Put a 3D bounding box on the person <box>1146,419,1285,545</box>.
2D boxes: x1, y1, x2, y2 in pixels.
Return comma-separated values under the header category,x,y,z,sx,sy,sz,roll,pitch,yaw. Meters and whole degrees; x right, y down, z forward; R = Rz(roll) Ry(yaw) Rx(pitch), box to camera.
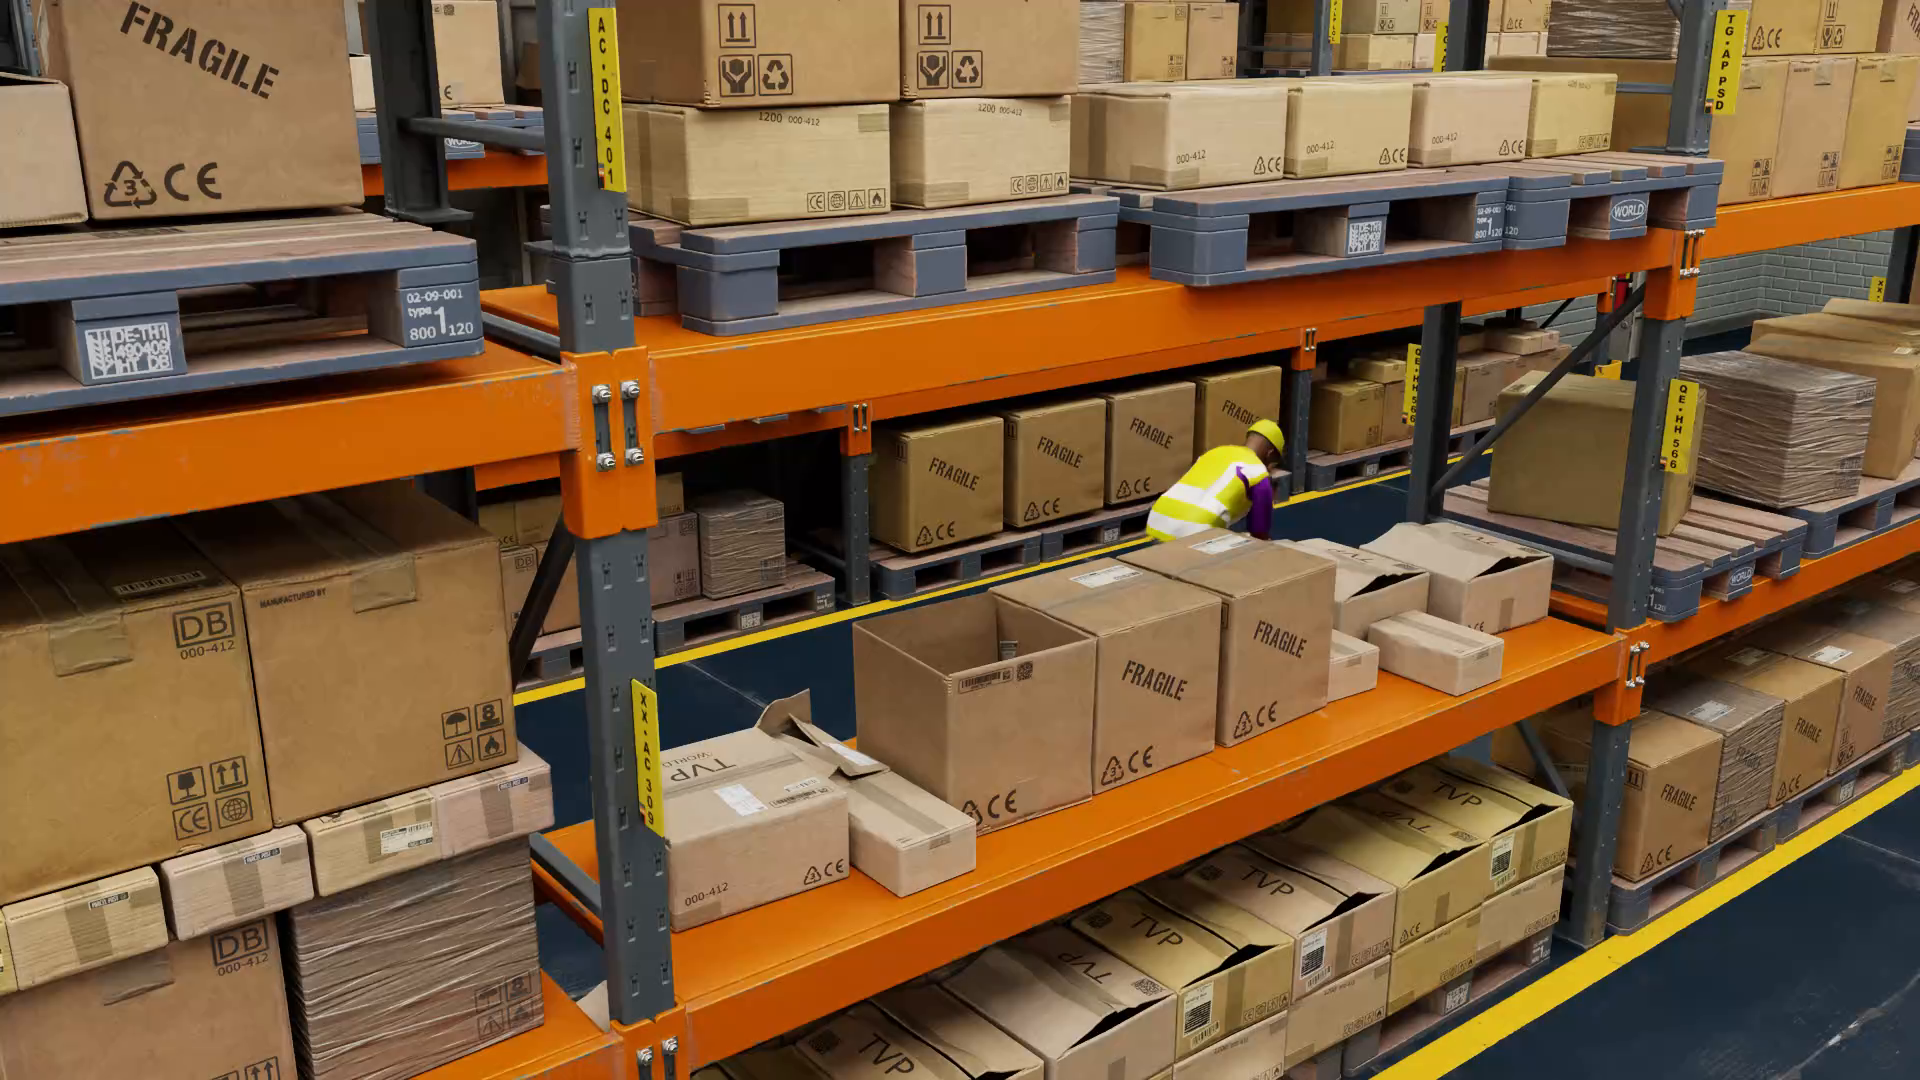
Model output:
category,x,y,z,sx,sy,sz,roll,pitch,yaw
person,1.386,0.076,8.911,0.898,1.376,0.490,-14,23,-38
